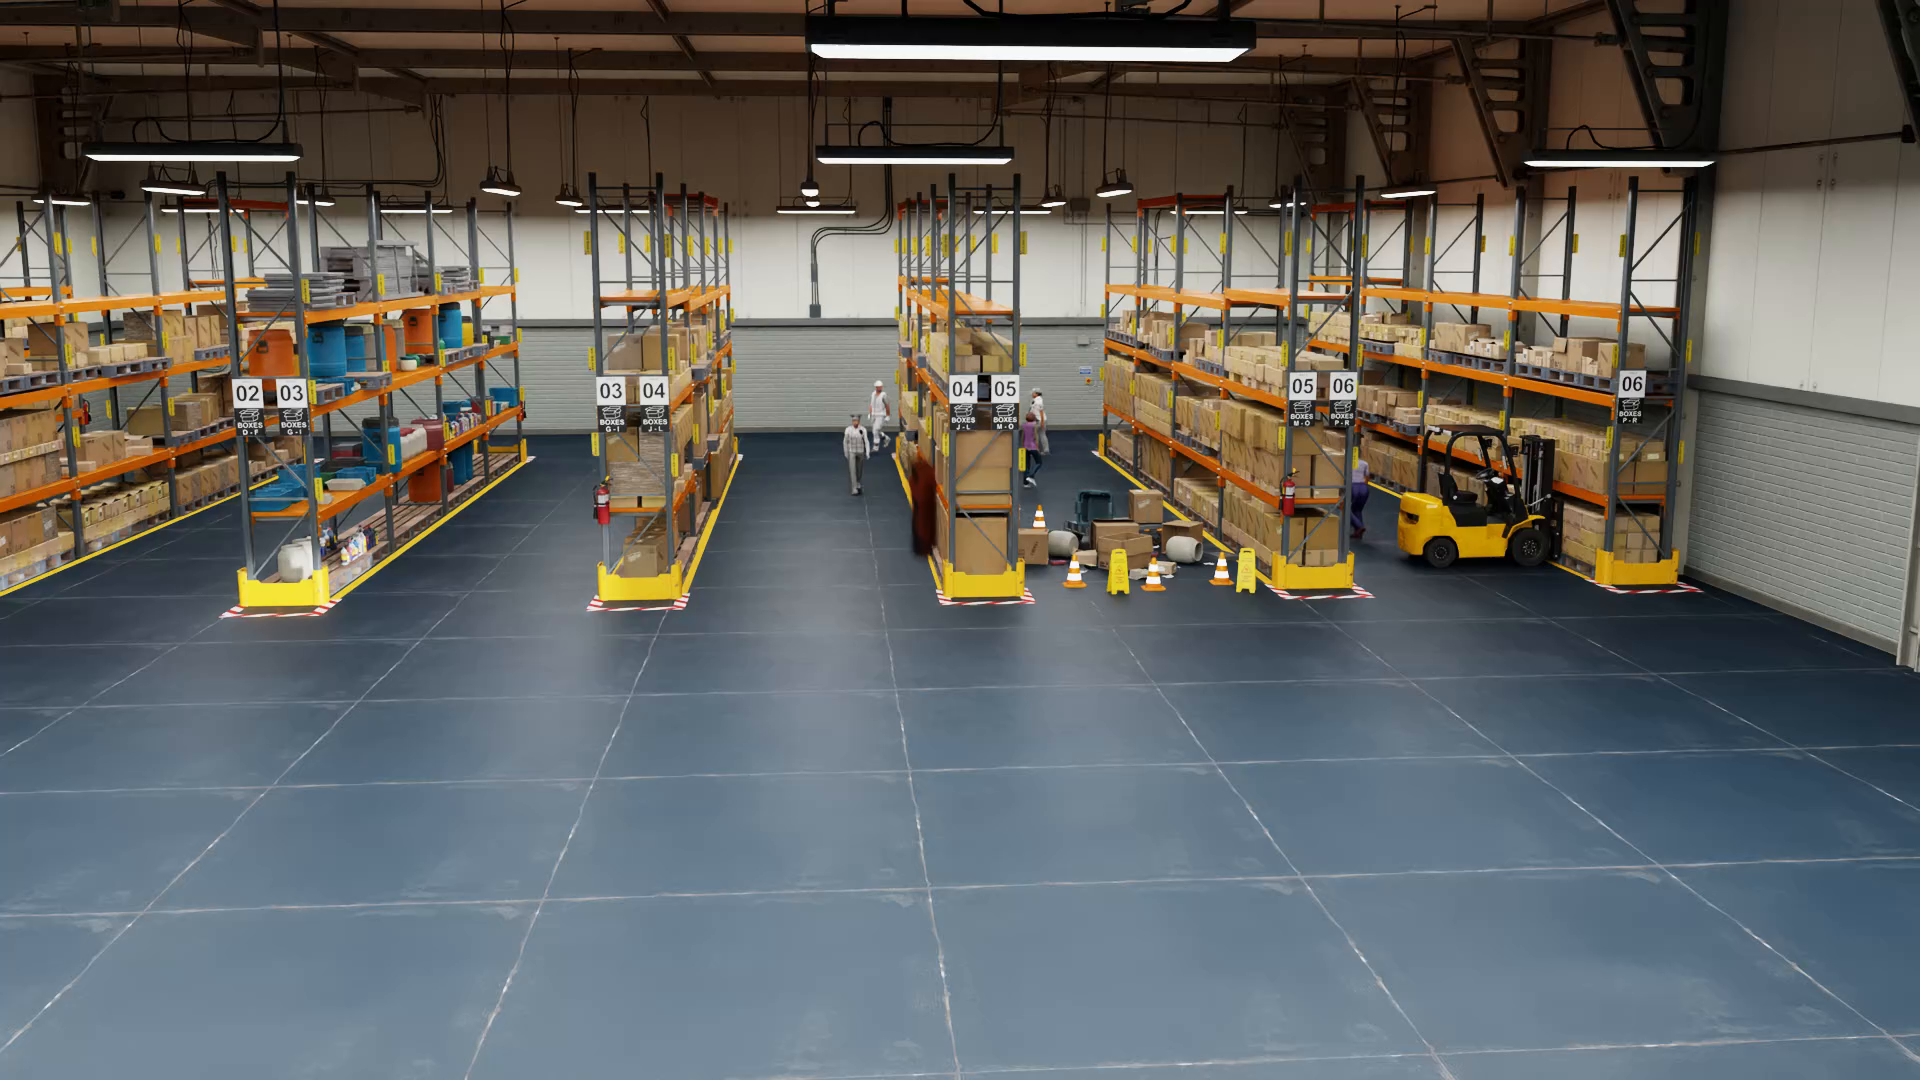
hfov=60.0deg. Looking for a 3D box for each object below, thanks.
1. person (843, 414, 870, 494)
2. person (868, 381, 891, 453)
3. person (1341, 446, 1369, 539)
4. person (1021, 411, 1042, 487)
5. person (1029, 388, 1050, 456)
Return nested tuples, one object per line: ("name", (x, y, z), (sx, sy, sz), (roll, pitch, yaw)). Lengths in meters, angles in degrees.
("person", (-2.121, -1.796, 34.099), (0.532, 1.609, 1.034), (-1, 10, -7))
("person", (-1.966, -3.026, 40.699), (0.850, 1.761, 0.525), (-10, 14, -44))
("person", (6.858, -0.795, 28.612), (0.549, 1.608, 0.635), (-4, 11, -22))
("person", (1.448, -1.885, 34.721), (0.435, 1.599, 0.418), (7, 12, 36))
("person", (1.852, -2.833, 40.025), (0.640, 1.678, 0.501), (1, 10, 7))
